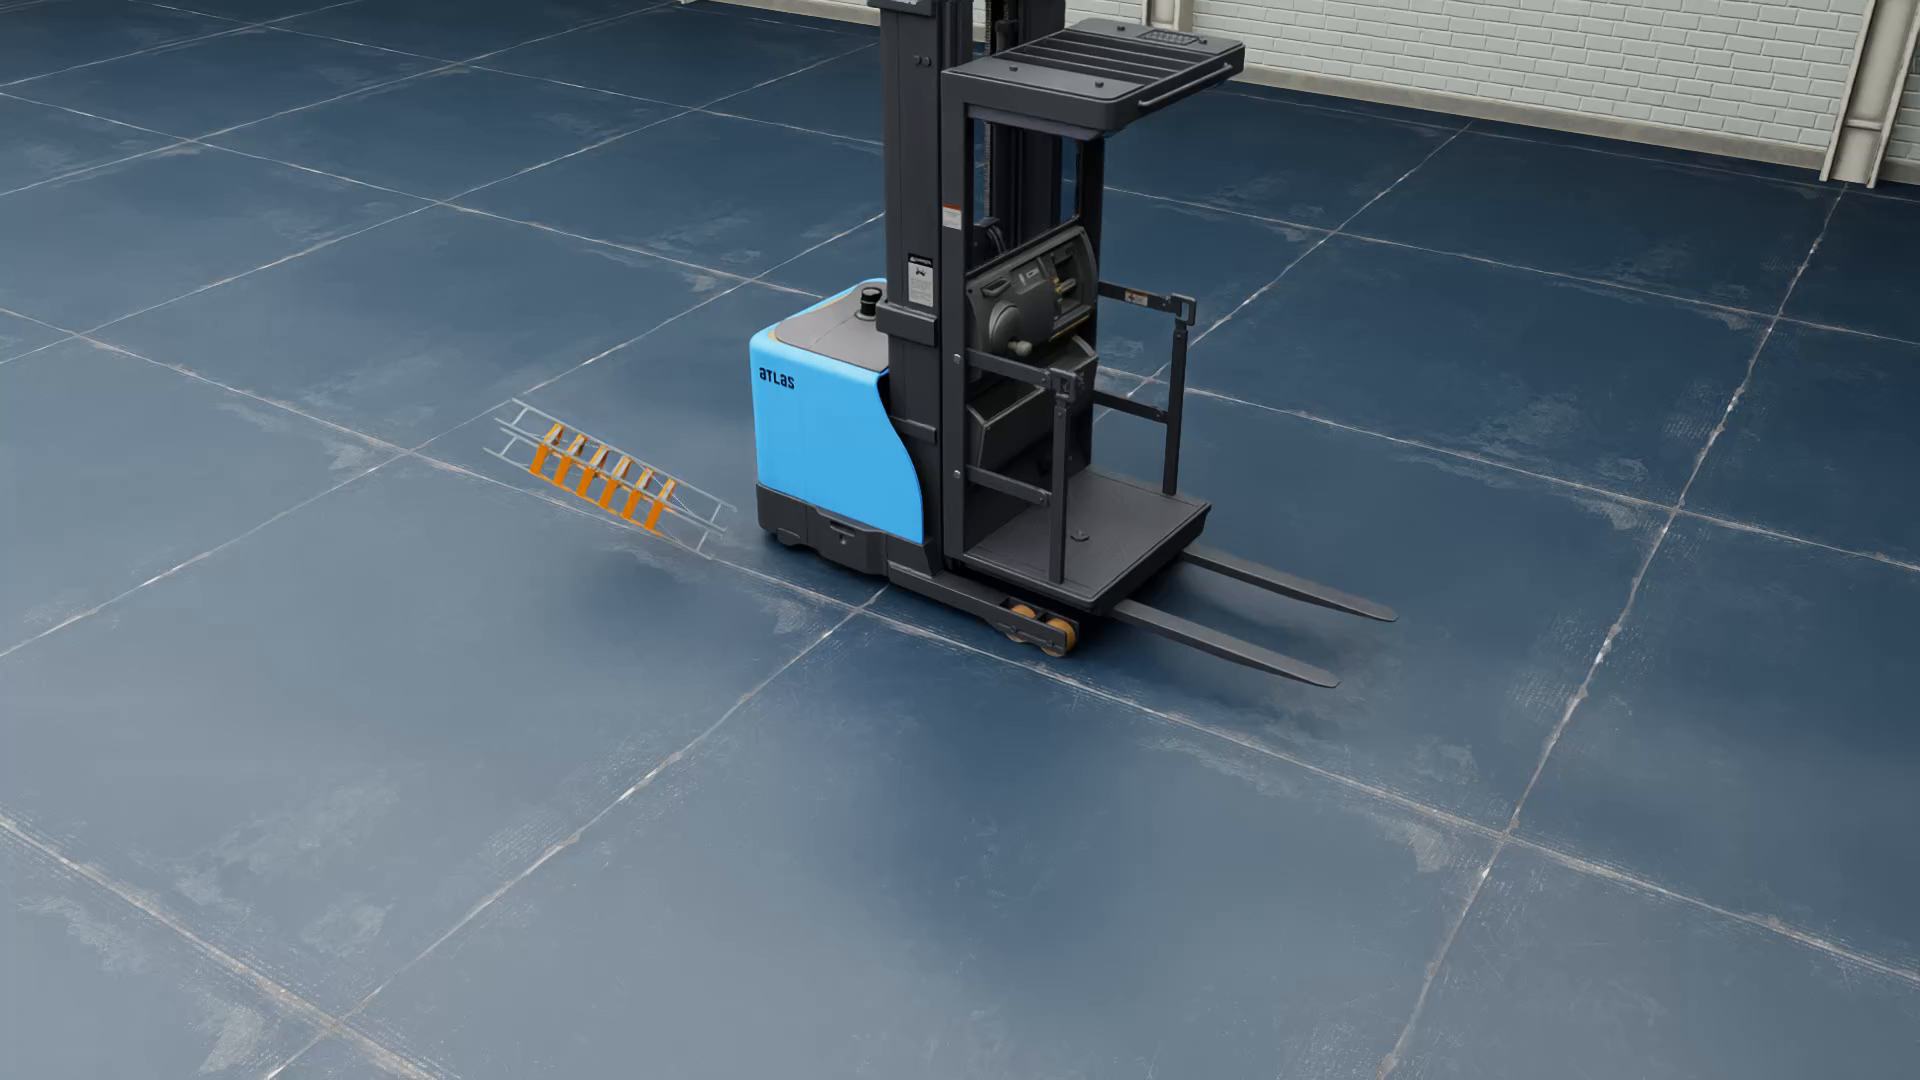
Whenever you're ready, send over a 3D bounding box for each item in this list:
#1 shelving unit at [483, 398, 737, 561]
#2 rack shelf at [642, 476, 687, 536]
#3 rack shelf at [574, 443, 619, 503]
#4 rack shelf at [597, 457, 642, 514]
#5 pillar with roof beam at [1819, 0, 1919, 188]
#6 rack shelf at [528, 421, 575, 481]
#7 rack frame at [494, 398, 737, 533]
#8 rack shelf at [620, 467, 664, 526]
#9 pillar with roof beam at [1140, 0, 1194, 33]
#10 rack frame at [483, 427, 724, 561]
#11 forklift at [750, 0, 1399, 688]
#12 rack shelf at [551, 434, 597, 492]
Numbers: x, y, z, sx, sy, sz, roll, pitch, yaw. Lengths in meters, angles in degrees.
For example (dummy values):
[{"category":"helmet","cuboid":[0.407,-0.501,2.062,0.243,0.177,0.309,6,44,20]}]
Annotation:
[{"category":"shelving unit","cuboid":[-1.685,-0.293,8.049,1.200,0.189,0.258,26,30,-7]},{"category":"rack shelf","cuboid":[-1.432,-0.167,8.082,0.103,0.180,0.258,26,30,-7]},{"category":"rack shelf","cuboid":[-1.752,-0.326,8.040,0.103,0.180,0.258,26,30,-7]},{"category":"rack shelf","cuboid":[-1.645,-0.273,8.054,0.103,0.180,0.258,26,30,-7]},{"category":"pillar with roof beam","cuboid":[4.738,-4.902,7.723,0.400,9.000,9.100,18,35,27]},{"category":"rack shelf","cuboid":[-1.965,-0.432,8.012,0.103,0.180,0.258,26,30,-7]},{"category":"rack frame","cuboid":[-1.645,-0.361,8.003,1.200,0.006,0.240,26,30,-7]},{"category":"rack shelf","cuboid":[-1.538,-0.220,8.068,0.103,0.180,0.258,26,30,-7]},{"category":"pillar with roof beam","cuboid":[-0.344,-6.510,10.478,0.400,9.000,9.100,18,35,27]},{"category":"rack frame","cuboid":[-1.725,-0.225,8.095,1.200,0.006,0.240,26,30,-7]},{"category":"forklift","cuboid":[0.492,-1.054,7.147,3.031,2.935,1.130,20,36,30]},{"category":"rack shelf","cuboid":[-1.859,-0.379,8.026,0.103,0.180,0.258,26,30,-7]}]
